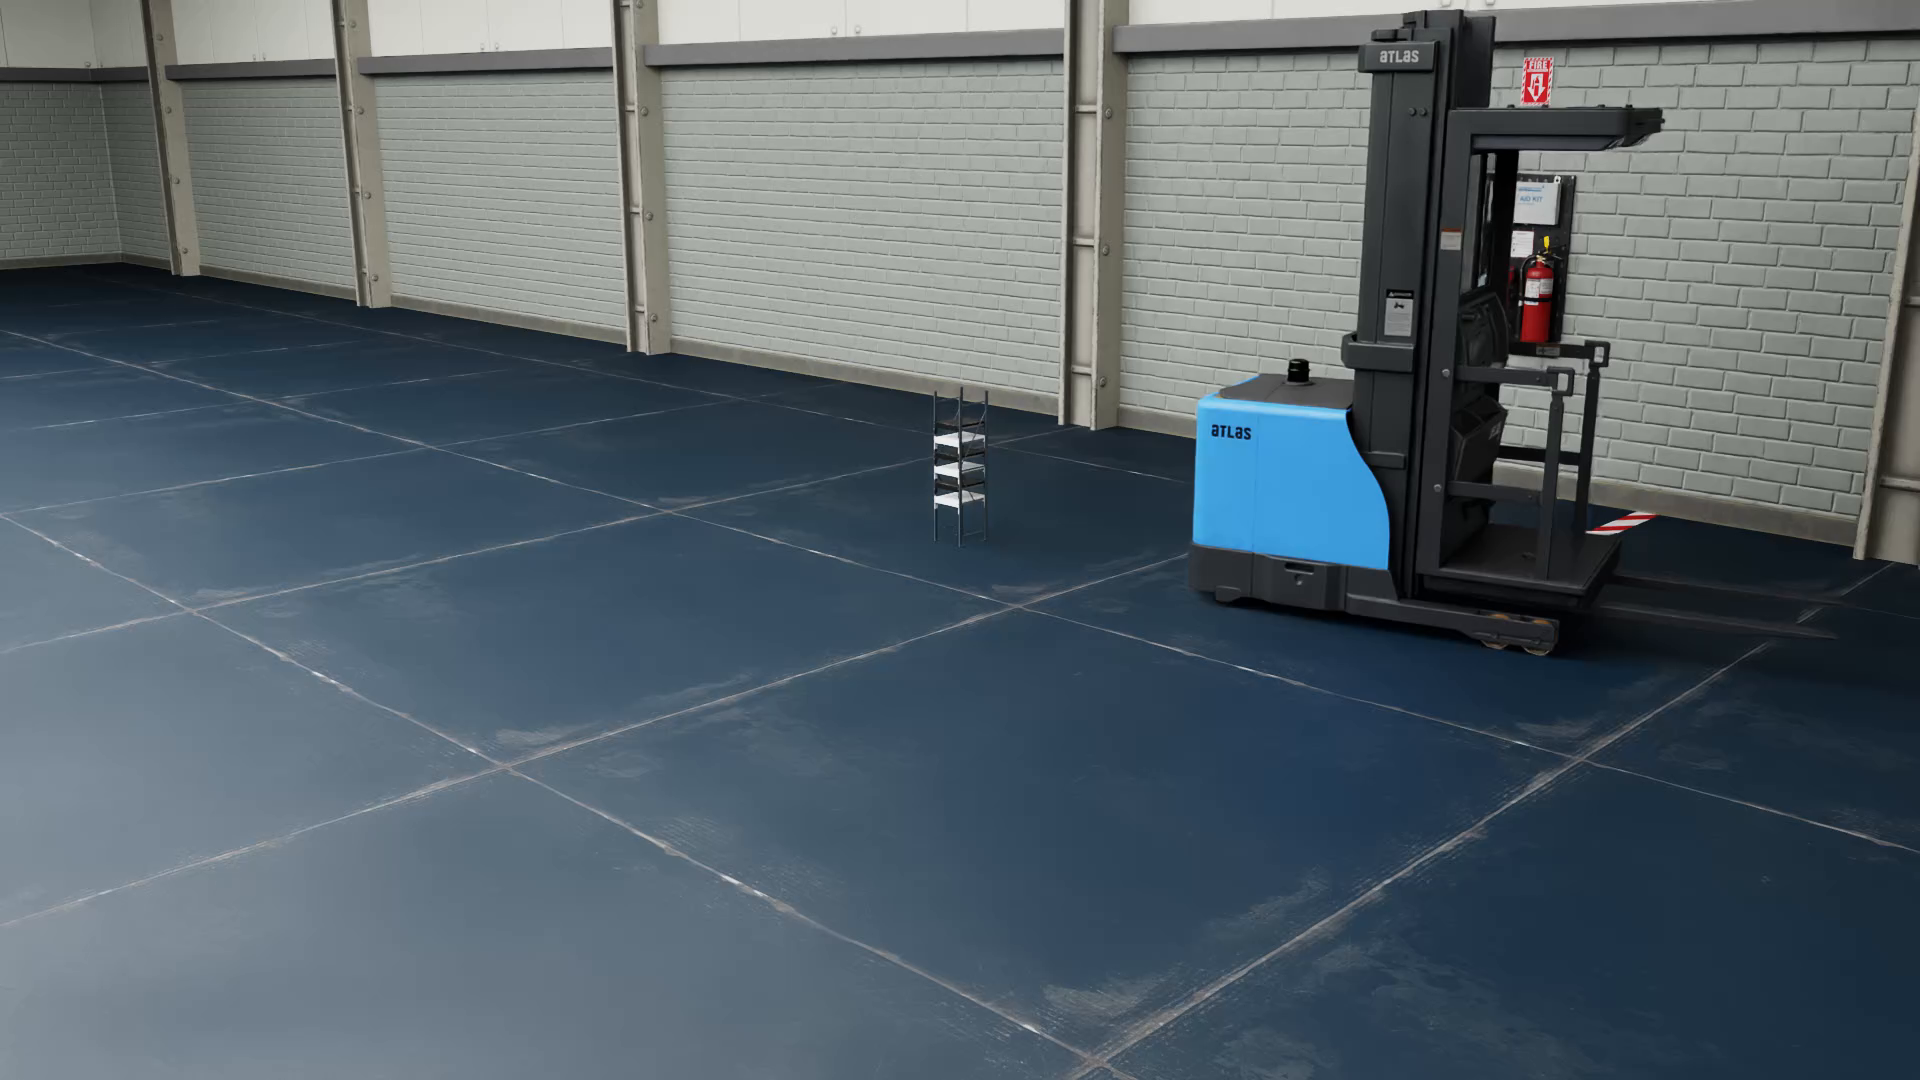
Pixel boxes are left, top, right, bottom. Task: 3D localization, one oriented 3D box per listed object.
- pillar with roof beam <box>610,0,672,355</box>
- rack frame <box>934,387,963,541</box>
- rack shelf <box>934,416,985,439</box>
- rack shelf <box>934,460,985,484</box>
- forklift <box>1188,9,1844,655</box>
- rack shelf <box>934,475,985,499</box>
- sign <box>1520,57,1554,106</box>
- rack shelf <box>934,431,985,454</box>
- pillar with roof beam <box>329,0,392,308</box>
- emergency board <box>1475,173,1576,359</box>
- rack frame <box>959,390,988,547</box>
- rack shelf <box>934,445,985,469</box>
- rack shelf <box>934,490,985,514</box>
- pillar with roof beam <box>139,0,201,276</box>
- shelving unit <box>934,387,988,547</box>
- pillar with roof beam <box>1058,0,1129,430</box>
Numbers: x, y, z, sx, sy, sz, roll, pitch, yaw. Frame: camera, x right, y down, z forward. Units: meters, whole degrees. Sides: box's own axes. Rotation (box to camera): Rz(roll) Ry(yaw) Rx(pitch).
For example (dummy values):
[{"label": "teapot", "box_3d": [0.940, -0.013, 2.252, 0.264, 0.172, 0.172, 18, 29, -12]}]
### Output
[{"label": "pillar with roof beam", "box_3d": [-6.261, -5.562, 13.433, 0.400, 9.000, 9.100, 14, 20, 42]}, {"label": "rack frame", "box_3d": [-0.067, -0.452, 9.881, 0.006, 0.900, 0.240, 14, 20, 42]}, {"label": "rack shelf", "box_3d": [0.006, -0.663, 9.753, 0.200, 0.077, 0.258, 14, 20, 42]}, {"label": "rack shelf", "box_3d": [0.006, -0.402, 9.822, 0.200, 0.077, 0.258, 14, 20, 42]}, {"label": "forklift", "box_3d": [2.737, -1.027, 8.059, 3.031, 2.935, 1.130, 8, 17, 28]}, {"label": "rack shelf", "box_3d": [0.006, -0.315, 9.844, 0.200, 0.077, 0.258, 14, 20, 42]}, {"label": "sign", "box_3d": [3.676, -2.921, 10.597, 0.199, 0.298, 0.001, 14, 20, 42]}, {"label": "rack shelf", "box_3d": [0.006, -0.576, 9.776, 0.200, 0.077, 0.258, 14, 20, 42]}, {"label": "pillar with roof beam", "box_3d": [-10.580, -6.612, 17.463, 0.400, 9.000, 9.100, 14, 20, 42]}, {"label": "emergency board", "box_3d": [3.613, -1.780, 10.815, 0.643, 1.169, 0.194, 14, 20, 42]}, {"label": "rack frame", "box_3d": [0.079, -0.416, 9.745, 0.006, 0.900, 0.240, 14, 20, 42]}, {"label": "rack shelf", "box_3d": [0.006, -0.489, 9.799, 0.200, 0.077, 0.258, 14, 20, 42]}, {"label": "rack shelf", "box_3d": [0.006, -0.228, 9.867, 0.200, 0.077, 0.258, 14, 20, 42]}, {"label": "pillar with roof beam", "box_3d": [-14.900, -7.663, 21.493, 0.400, 9.000, 9.100, 14, 20, 42]}, {"label": "shelving unit", "box_3d": [0.006, -0.434, 9.813, 0.210, 0.900, 0.258, 14, 20, 42]}, {"label": "pillar with roof beam", "box_3d": [-1.942, -4.512, 9.403, 0.400, 9.000, 9.100, 14, 20, 42]}]
